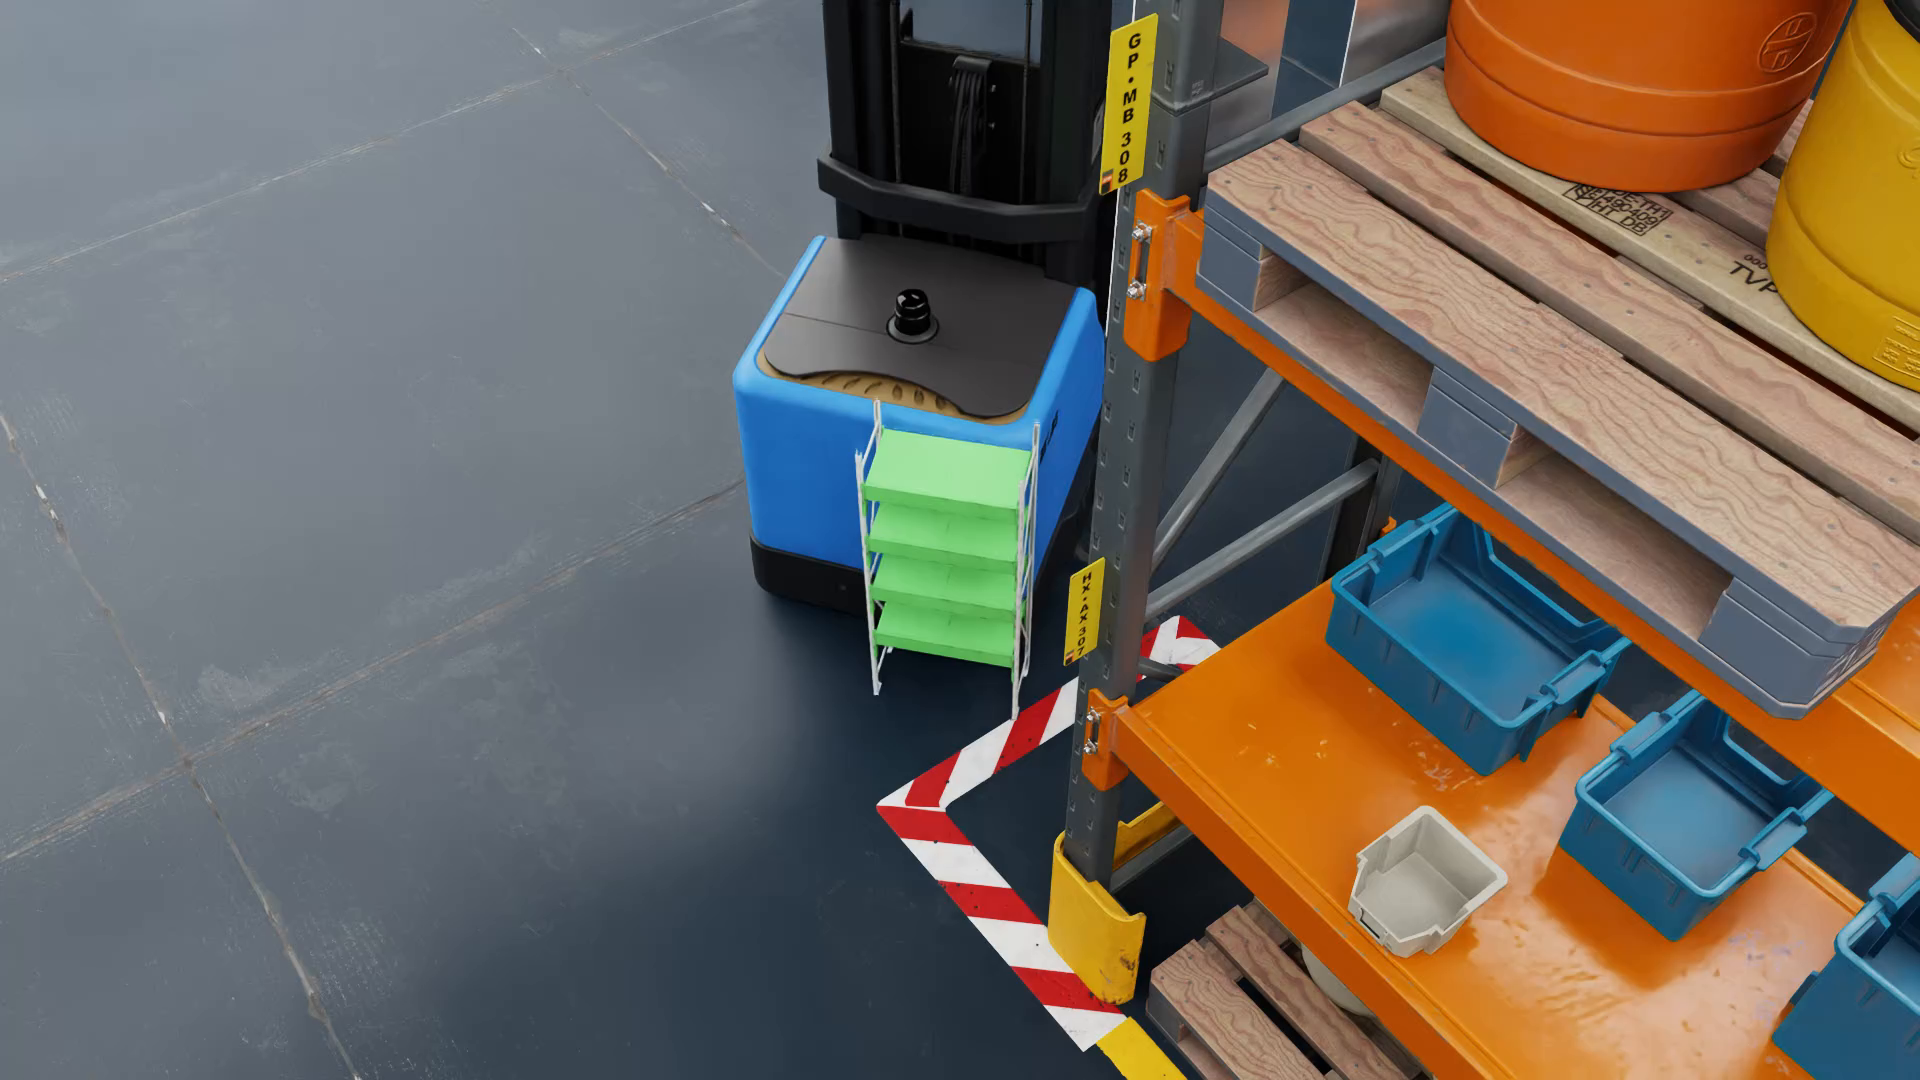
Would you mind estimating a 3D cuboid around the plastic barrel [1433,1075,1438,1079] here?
[{"bbox_3d":[1.493,1.363,4.385,0.421,0.512,0.421,0,48,0],"label":"plastic barrel"}]

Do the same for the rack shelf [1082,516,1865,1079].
[{"bbox_3d":[1.941,1.440,3.405,1.077,0.370,4.000,-29,54,-24],"label":"rack shelf"}]

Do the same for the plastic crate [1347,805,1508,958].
[{"bbox_3d":[1.016,0.780,3.696,0.298,0.136,0.250,-29,54,-24],"label":"plastic crate"}]

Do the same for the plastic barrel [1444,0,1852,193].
[{"bbox_3d":[1.125,-1.044,2.574,0.600,0.830,0.708,-29,54,-24],"label":"plastic barrel"}]

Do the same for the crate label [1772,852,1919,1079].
[{"bbox_3d":[2.060,0.971,3.321,0.502,0.435,0.616,-29,54,-24],"label":"crate label"}]

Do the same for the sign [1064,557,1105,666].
[{"bbox_3d":[0.290,0.171,3.884,0.100,0.325,0.005,-29,54,-24],"label":"sign"}]

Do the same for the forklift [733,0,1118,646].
[{"bbox_3d":[0.184,-1.719,5.830,1.130,2.935,3.031,13,49,12],"label":"forklift"}]

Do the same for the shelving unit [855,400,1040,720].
[{"bbox_3d":[-0.031,0.097,5.347,0.503,1.200,0.258,9,50,8],"label":"shelving unit"}]

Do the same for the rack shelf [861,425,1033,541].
[{"bbox_3d":[-0.034,-0.174,5.031,0.480,0.148,0.258,9,50,8],"label":"rack shelf"}]

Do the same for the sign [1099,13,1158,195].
[{"bbox_3d":[0.290,-0.747,2.872,0.100,0.325,0.005,-29,54,-24],"label":"sign"}]

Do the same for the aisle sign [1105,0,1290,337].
[{"bbox_3d":[0.453,-0.765,3.164,0.394,0.787,0.004,-29,54,-24],"label":"aisle sign"}]

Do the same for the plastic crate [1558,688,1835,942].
[{"bbox_3d":[1.660,0.616,3.768,0.499,0.251,0.408,-29,54,-24],"label":"plastic crate"}]

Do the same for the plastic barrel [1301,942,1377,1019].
[{"bbox_3d":[1.189,1.068,4.653,0.421,0.512,0.421,0,48,0],"label":"plastic barrel"}]

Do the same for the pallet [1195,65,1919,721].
[{"bbox_3d":[1.153,-0.393,2.685,1.003,0.211,1.213,-29,54,-24],"label":"pallet"}]

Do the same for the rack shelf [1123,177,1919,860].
[{"bbox_3d":[1.941,0.433,2.294,1.077,0.370,4.000,-29,54,-24],"label":"rack shelf"}]

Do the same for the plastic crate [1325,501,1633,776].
[{"bbox_3d":[1.271,0.230,4.117,0.499,0.251,0.616,-29,54,-24],"label":"plastic crate"}]

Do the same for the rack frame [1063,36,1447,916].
[{"bbox_3d":[0.730,0.019,4.208,1.000,3.000,0.127,-29,54,-24],"label":"rack frame"}]

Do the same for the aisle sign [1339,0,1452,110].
[{"bbox_3d":[0.923,-1.030,3.404,0.394,0.787,0.004,-29,54,-24],"label":"aisle sign"}]

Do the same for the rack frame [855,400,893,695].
[{"bbox_3d":[-0.269,0.058,5.382,0.015,1.200,0.240,9,50,8],"label":"rack frame"}]

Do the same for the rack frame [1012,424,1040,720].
[{"bbox_3d":[0.207,0.136,5.311,0.015,1.200,0.240,9,50,8],"label":"rack frame"}]

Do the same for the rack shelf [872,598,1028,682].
[{"bbox_3d":[-0.029,0.295,5.577,0.480,0.148,0.258,9,50,8],"label":"rack shelf"}]

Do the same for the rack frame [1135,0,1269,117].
[{"bbox_3d":[0.730,-1.996,1.985,1.000,3.000,0.127,-29,54,-24],"label":"rack frame"}]

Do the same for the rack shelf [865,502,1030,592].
[{"bbox_3d":[-0.032,-0.017,5.213,0.480,0.148,0.258,9,50,8],"label":"rack shelf"}]

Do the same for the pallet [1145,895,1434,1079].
[{"bbox_3d":[1.301,1.461,4.783,1.003,0.211,1.213,-29,54,-24],"label":"pallet"}]

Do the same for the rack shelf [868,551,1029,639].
[{"bbox_3d":[-0.031,0.139,5.395,0.480,0.148,0.258,9,50,8],"label":"rack shelf"}]

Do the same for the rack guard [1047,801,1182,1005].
[{"bbox_3d":[0.813,0.883,5.112,1.175,0.500,0.348,-29,54,-24],"label":"rack guard"}]

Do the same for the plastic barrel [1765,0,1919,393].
[{"bbox_3d":[1.521,-0.577,2.314,0.600,0.588,0.600,0,48,0],"label":"plastic barrel"}]
